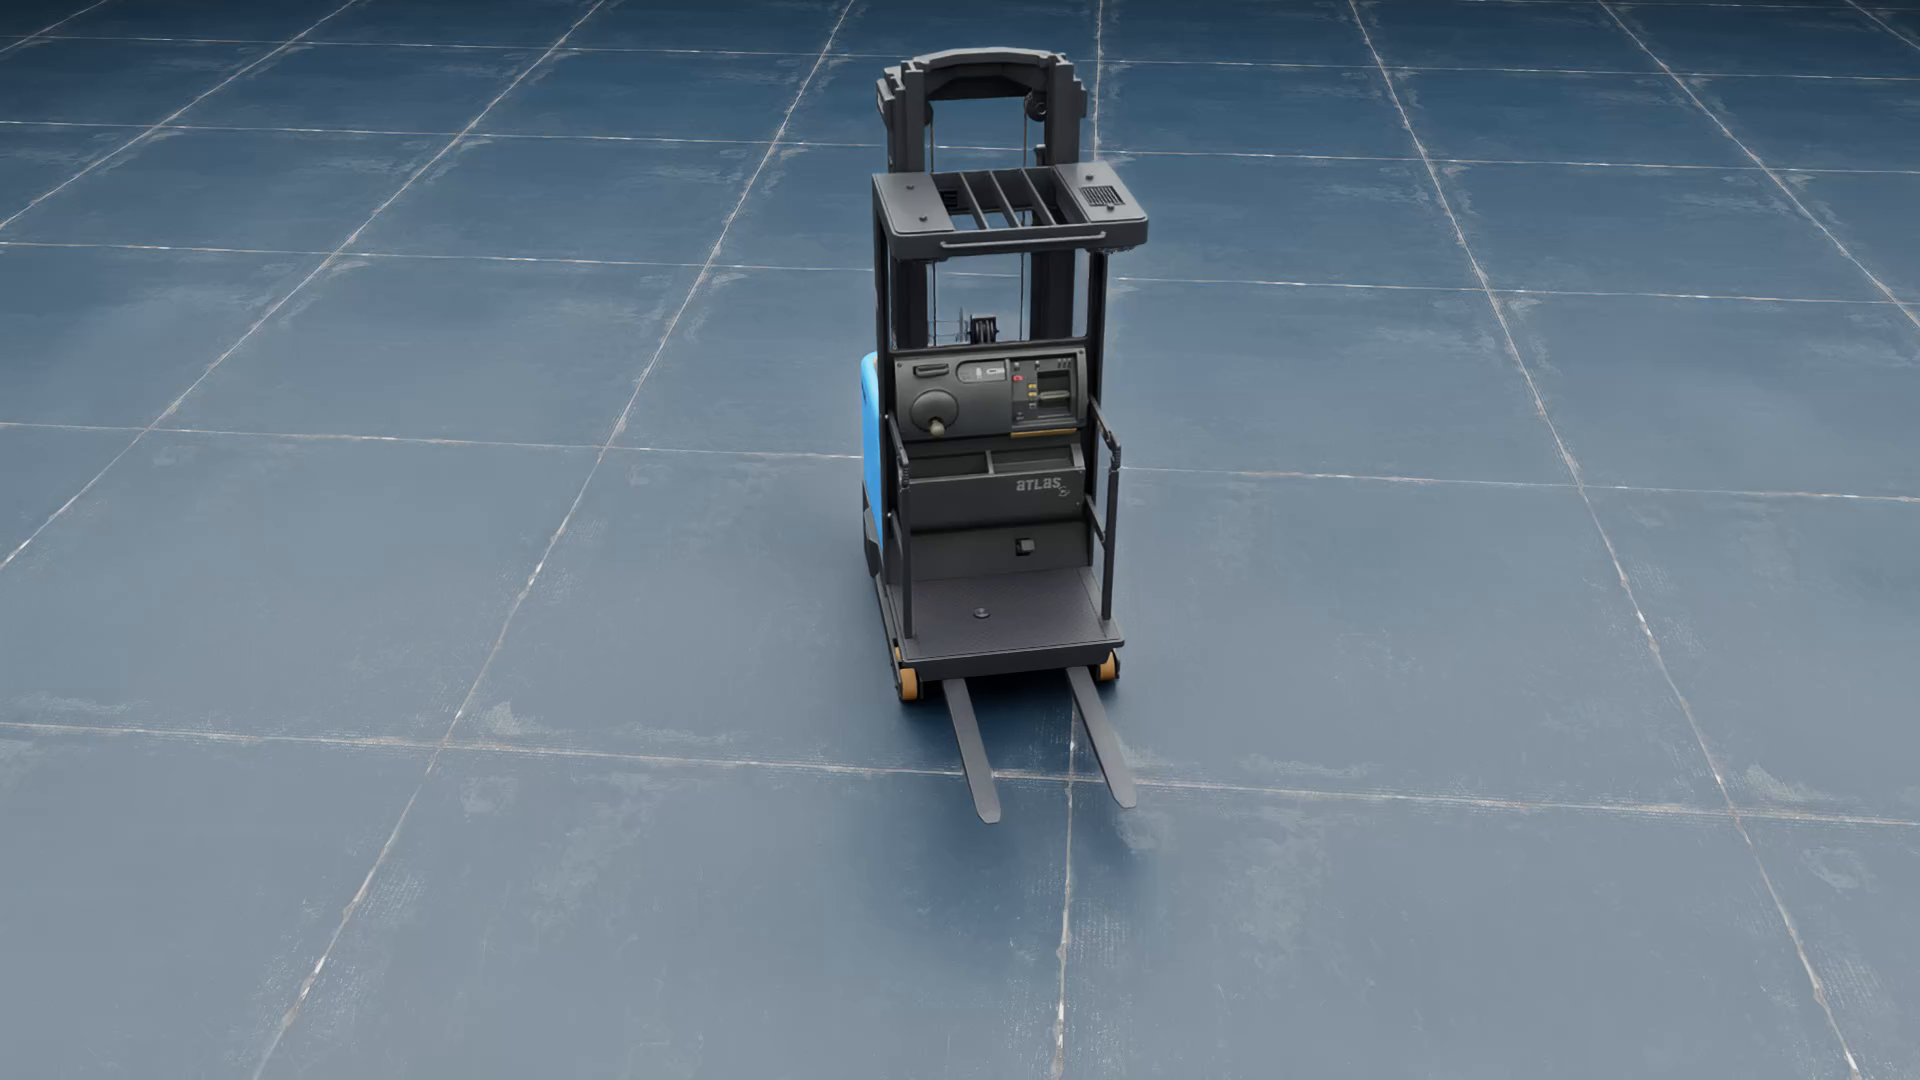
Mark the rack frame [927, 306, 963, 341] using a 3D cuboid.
[{"bbox_3d":[-0.103,-0.799,9.683,0.240,1.200,0.006,-5,32,-8],"label":"rack frame"}]

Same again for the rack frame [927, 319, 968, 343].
[{"bbox_3d":[-0.073,-0.704,9.530,0.240,1.200,0.006,-5,32,-8],"label":"rack frame"}]

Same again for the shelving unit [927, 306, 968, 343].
[{"bbox_3d":[-0.088,-0.752,9.607,0.258,1.200,0.189,-5,32,-8],"label":"shelving unit"}]

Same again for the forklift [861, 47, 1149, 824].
[{"bbox_3d":[0.189,-0.654,7.798,1.130,2.935,3.031,-5,32,-8],"label":"forklift"}]
